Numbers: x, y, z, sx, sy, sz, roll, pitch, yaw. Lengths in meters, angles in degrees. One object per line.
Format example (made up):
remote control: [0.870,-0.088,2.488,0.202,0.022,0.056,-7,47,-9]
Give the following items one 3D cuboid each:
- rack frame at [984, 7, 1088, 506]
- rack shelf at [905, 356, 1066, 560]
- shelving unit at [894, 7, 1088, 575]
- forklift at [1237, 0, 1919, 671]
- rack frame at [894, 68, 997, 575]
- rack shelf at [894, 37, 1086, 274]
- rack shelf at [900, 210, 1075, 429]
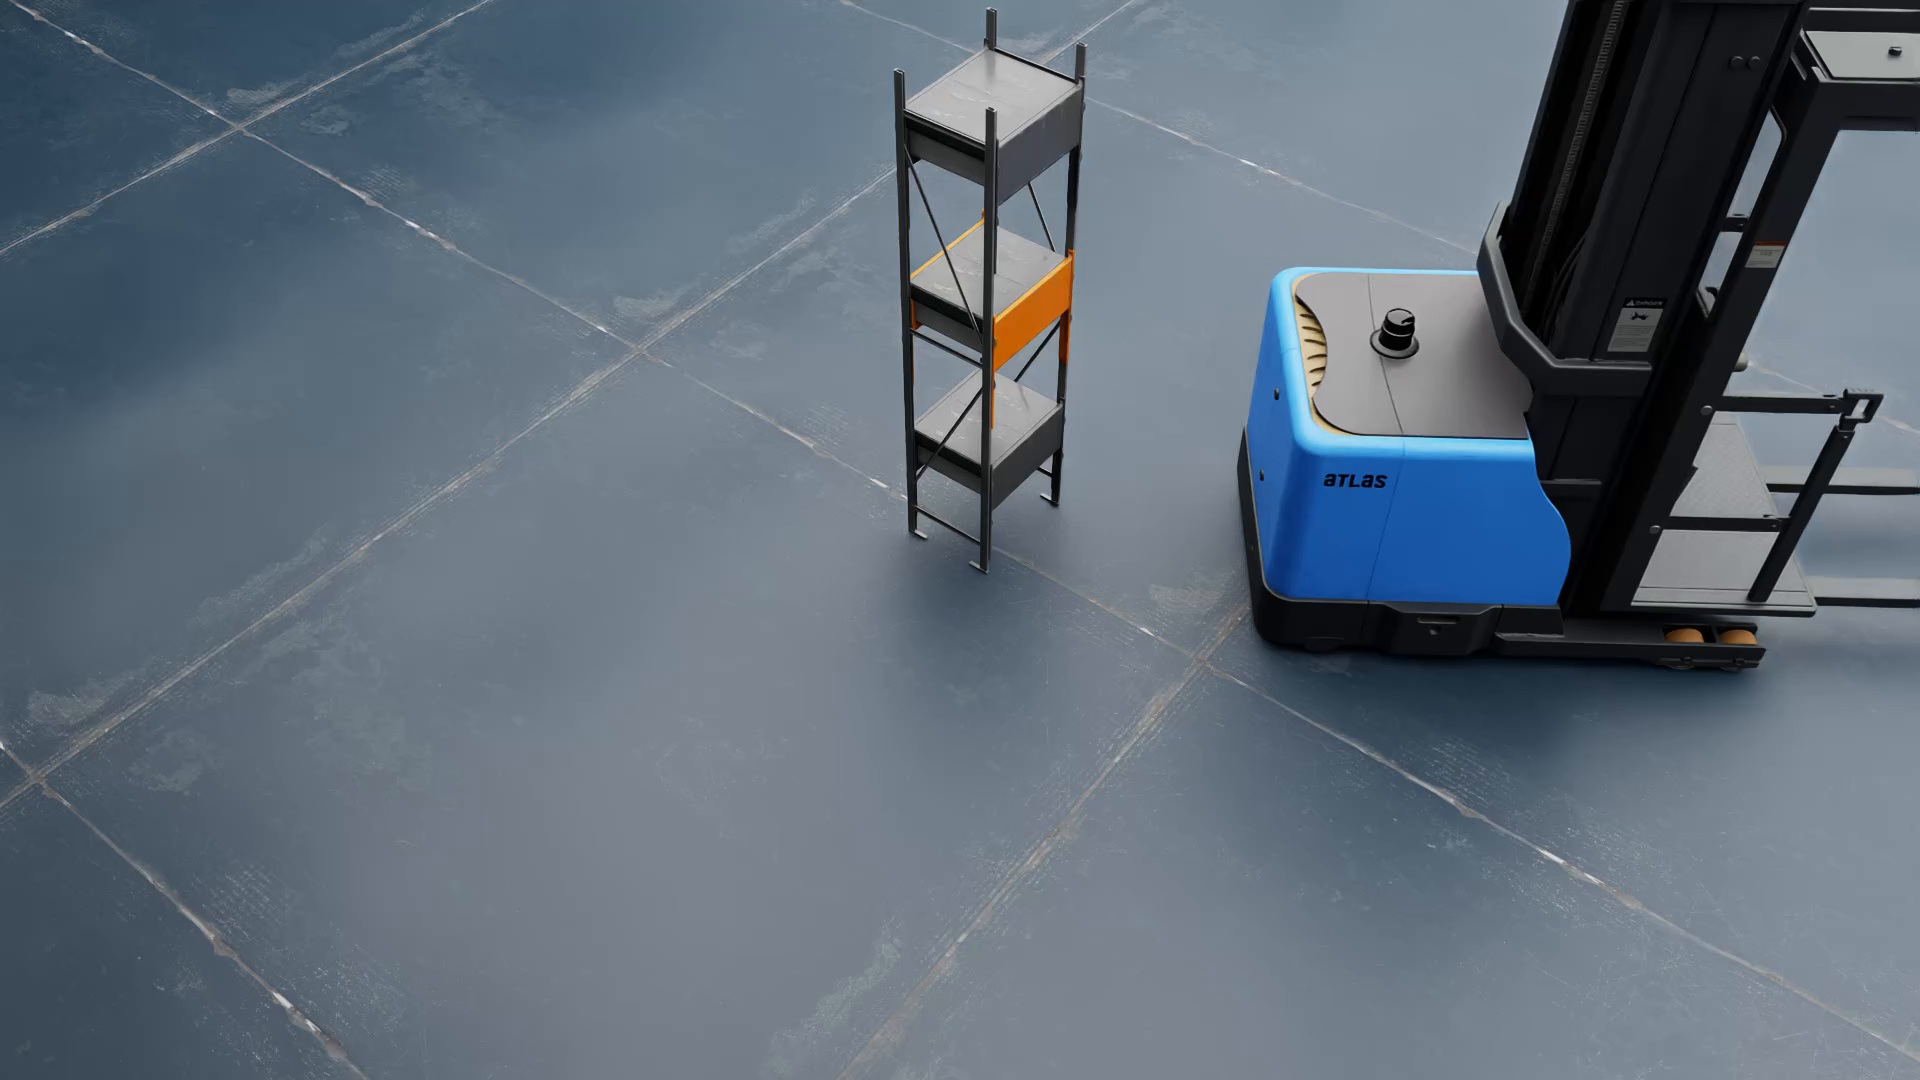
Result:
rack frame: [0.250,-0.960,6.215,0.400,2.100,0.015,29,53,25]
rack shelf: [0.101,-0.327,6.597,0.431,0.518,0.480,29,53,25]
shelving unit: [0.101,-0.820,6.081,0.431,2.100,0.503,29,53,25]
forklift: [2.652,-0.914,5.596,3.031,2.935,1.130,2,46,1]
rack frame: [-0.048,-0.680,5.948,0.400,2.100,0.015,29,53,25]
rack shelf: [0.101,-1.294,5.585,0.431,0.518,0.480,29,53,25]
rack shelf: [0.101,-0.811,6.091,0.431,0.518,0.480,29,53,25]
